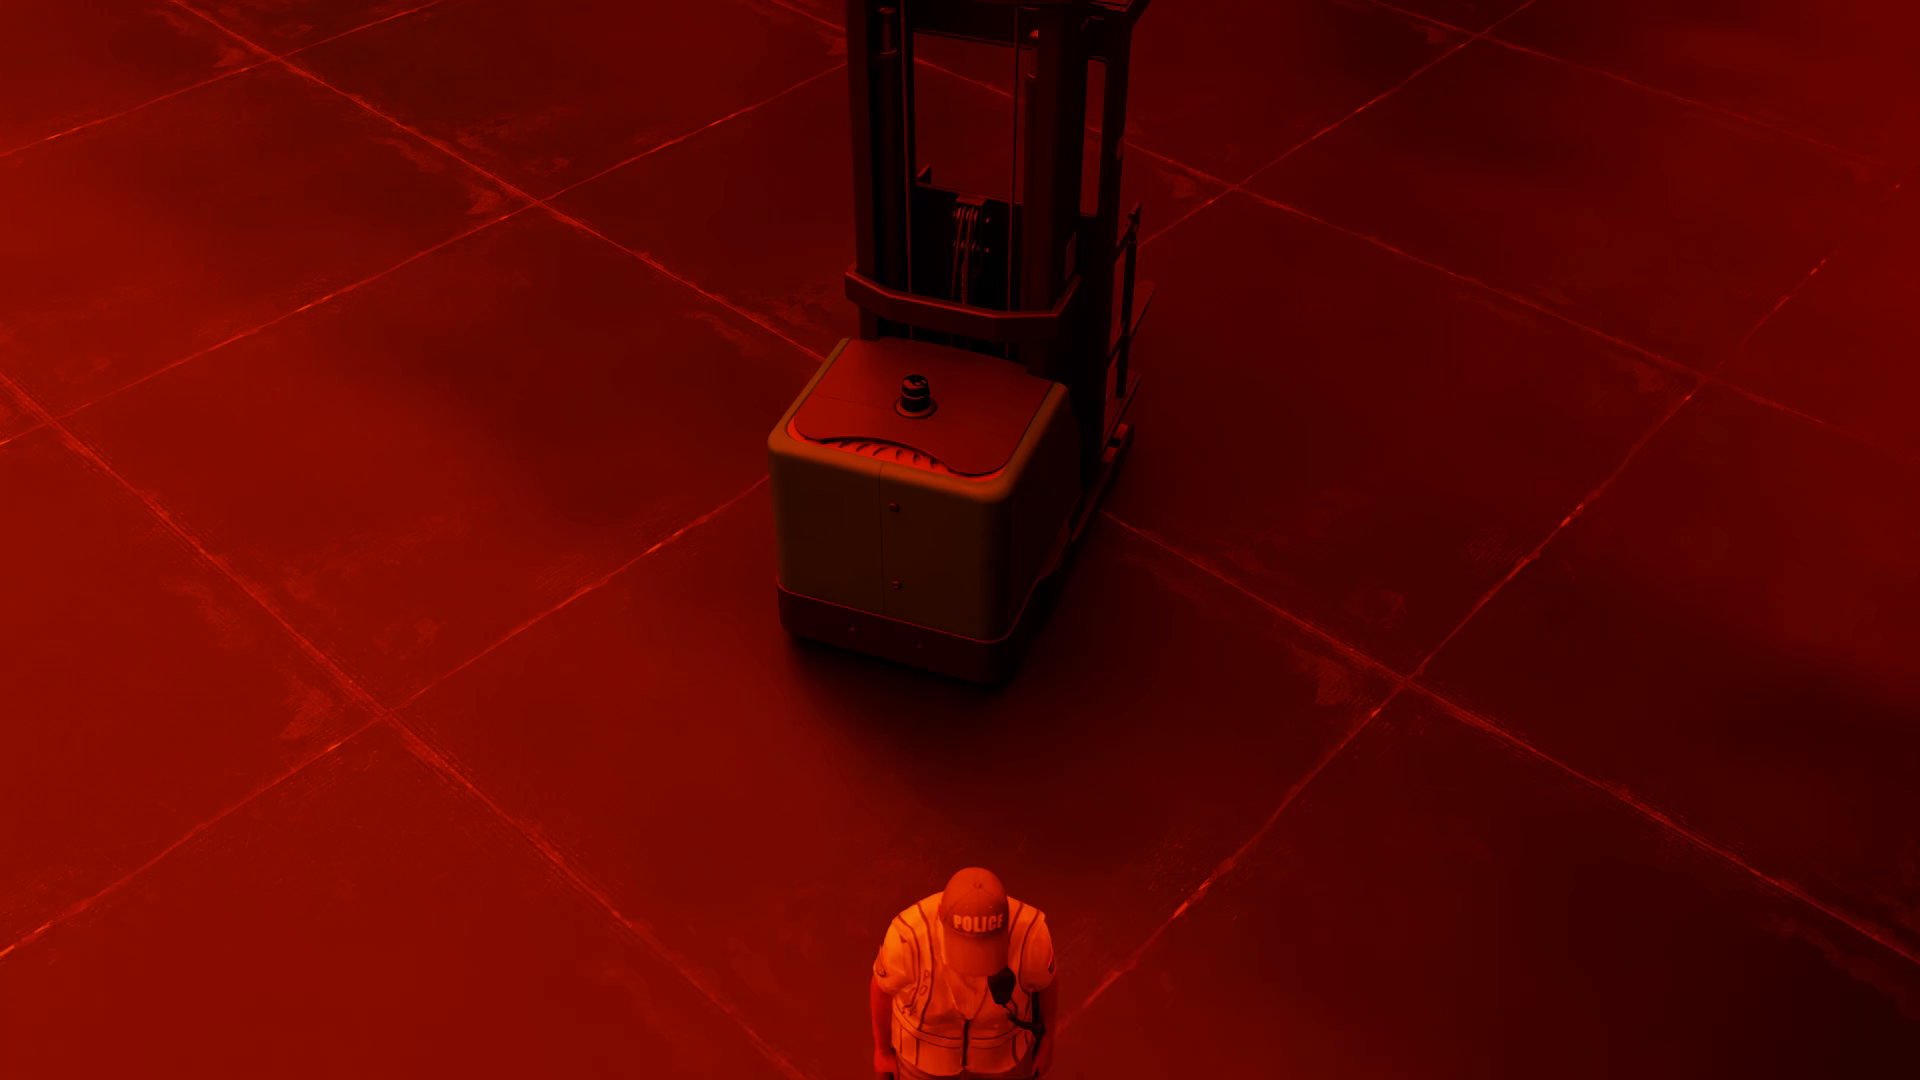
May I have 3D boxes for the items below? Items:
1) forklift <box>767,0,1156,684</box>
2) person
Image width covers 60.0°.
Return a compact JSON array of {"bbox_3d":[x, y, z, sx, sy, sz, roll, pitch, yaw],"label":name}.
[{"bbox_3d":[0.211,-1.484,7.158,1.130,2.935,3.031,14,42,15],"label":"forklift"},{"bbox_3d":[0.001,1.448,4.715,0.549,1.664,0.470,-1,41,-1],"label":"person"}]
